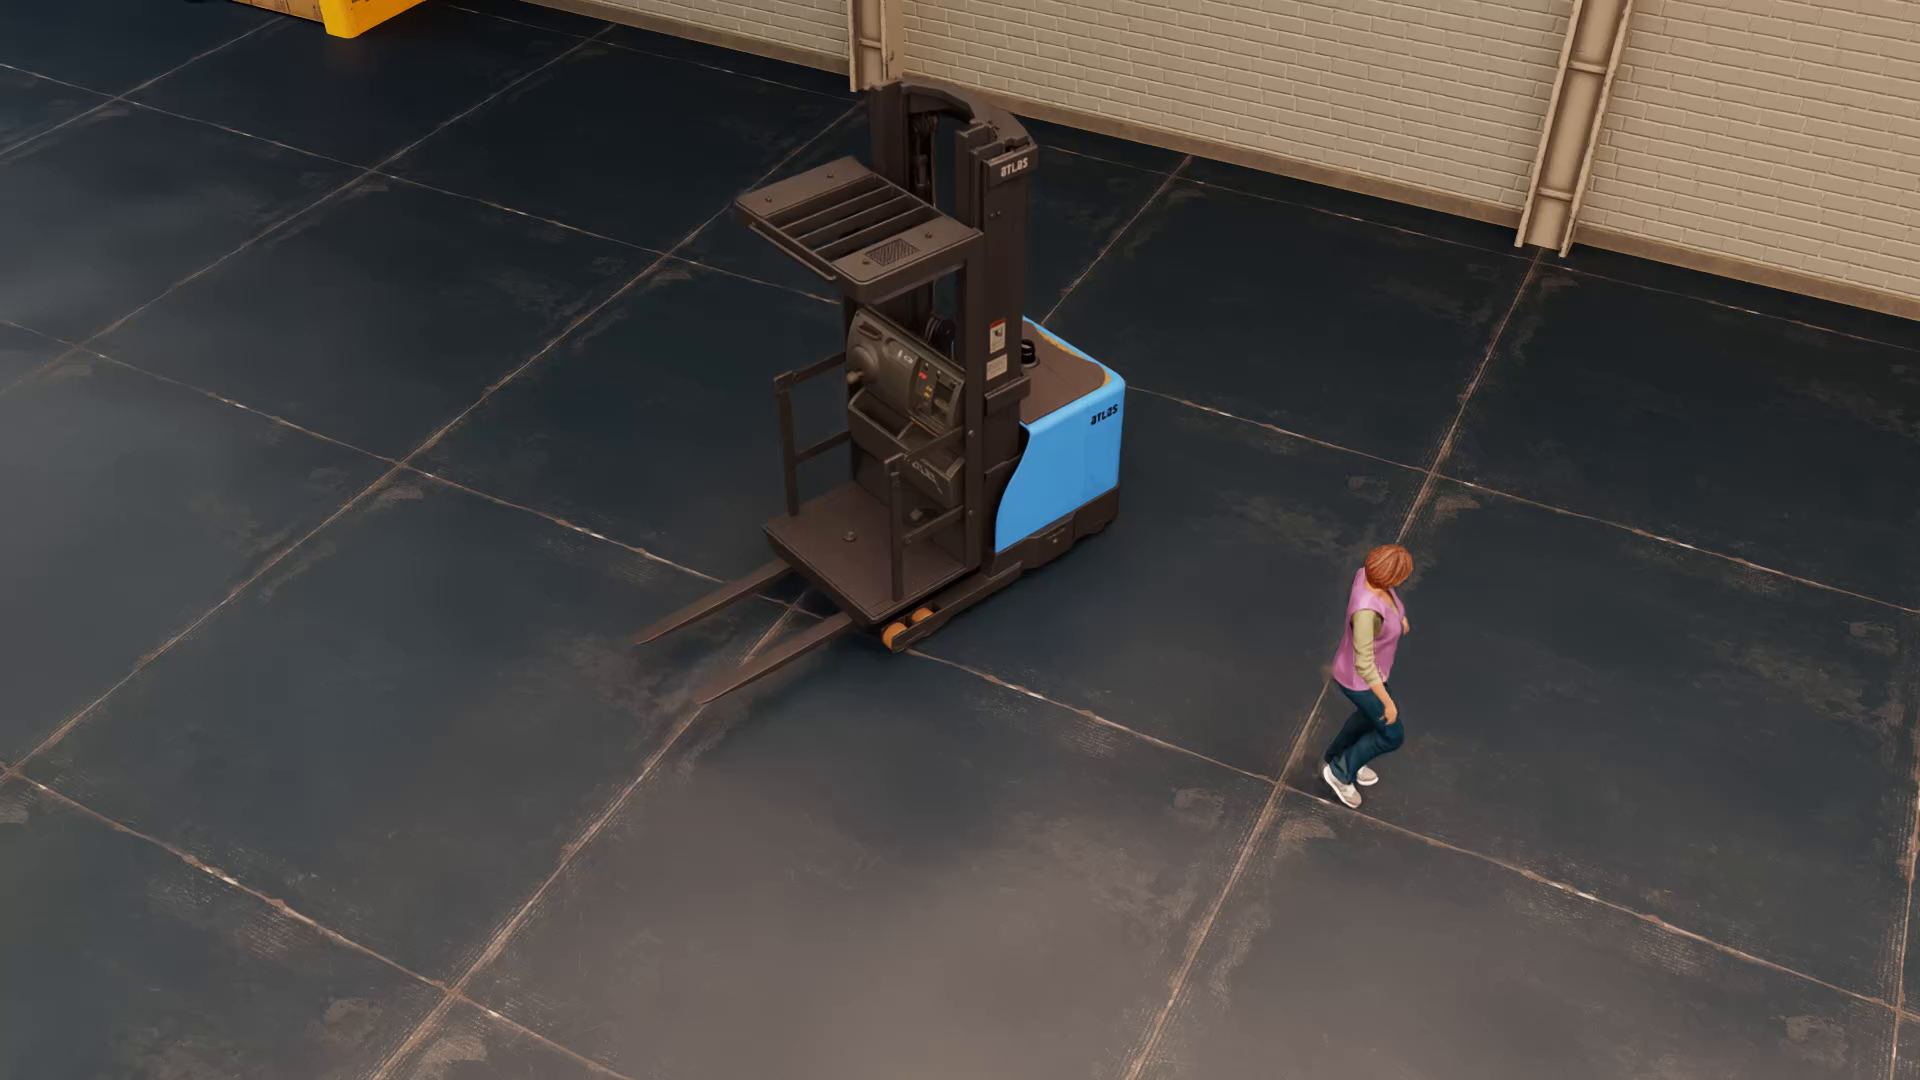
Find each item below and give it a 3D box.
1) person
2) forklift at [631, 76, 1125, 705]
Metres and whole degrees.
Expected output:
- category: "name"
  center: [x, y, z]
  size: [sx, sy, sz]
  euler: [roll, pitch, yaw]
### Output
- category: "person"
  center: [2.077, 0.644, 8.292]
  size: [0.420, 1.571, 0.686]
  euler: [14, 42, 16]
- category: "forklift"
  center: [-0.465, -0.867, 9.016]
  size: [3.031, 2.935, 1.130]
  euler: [-29, 48, -30]
